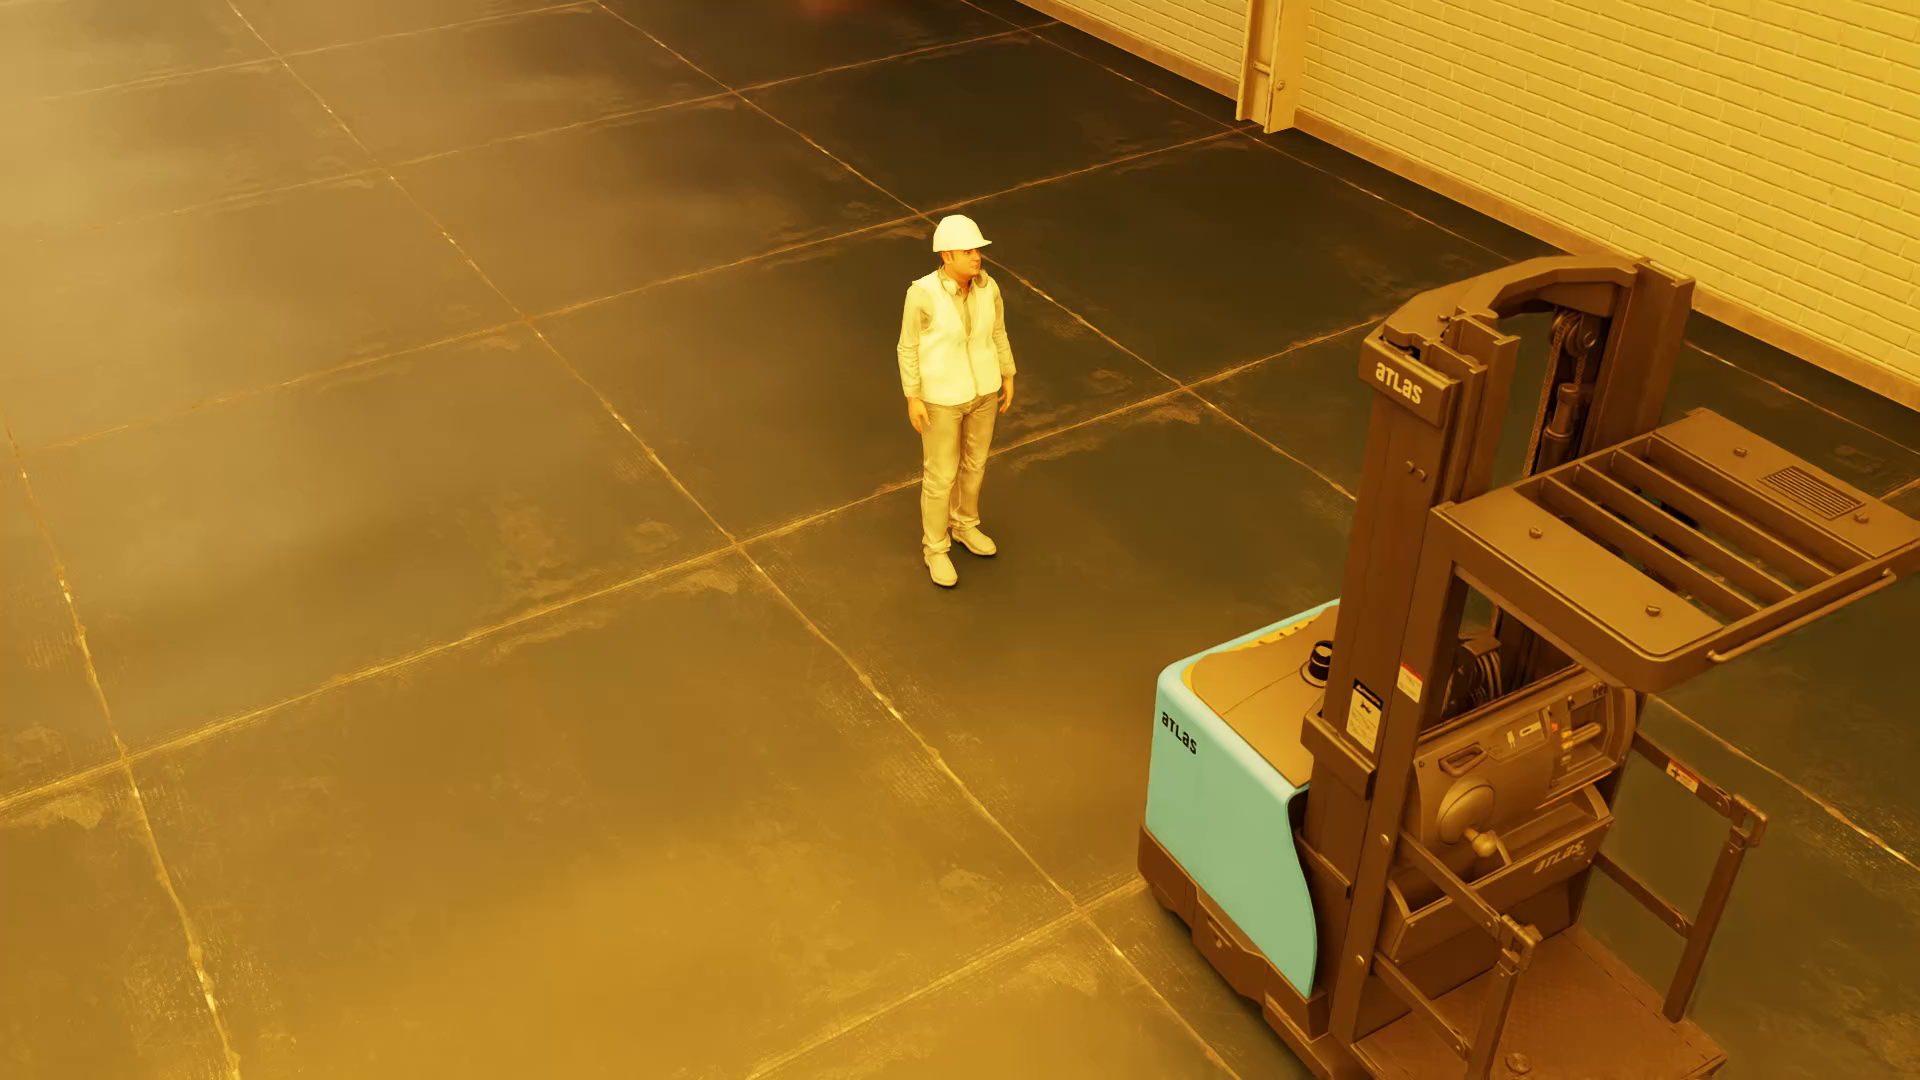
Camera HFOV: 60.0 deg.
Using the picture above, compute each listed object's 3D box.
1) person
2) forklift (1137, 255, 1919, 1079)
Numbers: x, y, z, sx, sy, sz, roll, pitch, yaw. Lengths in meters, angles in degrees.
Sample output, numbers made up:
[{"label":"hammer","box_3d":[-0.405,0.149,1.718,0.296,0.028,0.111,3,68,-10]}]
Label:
[{"label":"person","box_3d":[0.028,-0.700,8.136,0.634,1.775,0.566,-21,40,-27]},{"label":"forklift","box_3d":[1.890,0.750,5.080,1.130,2.935,3.031,-18,39,-24]}]
